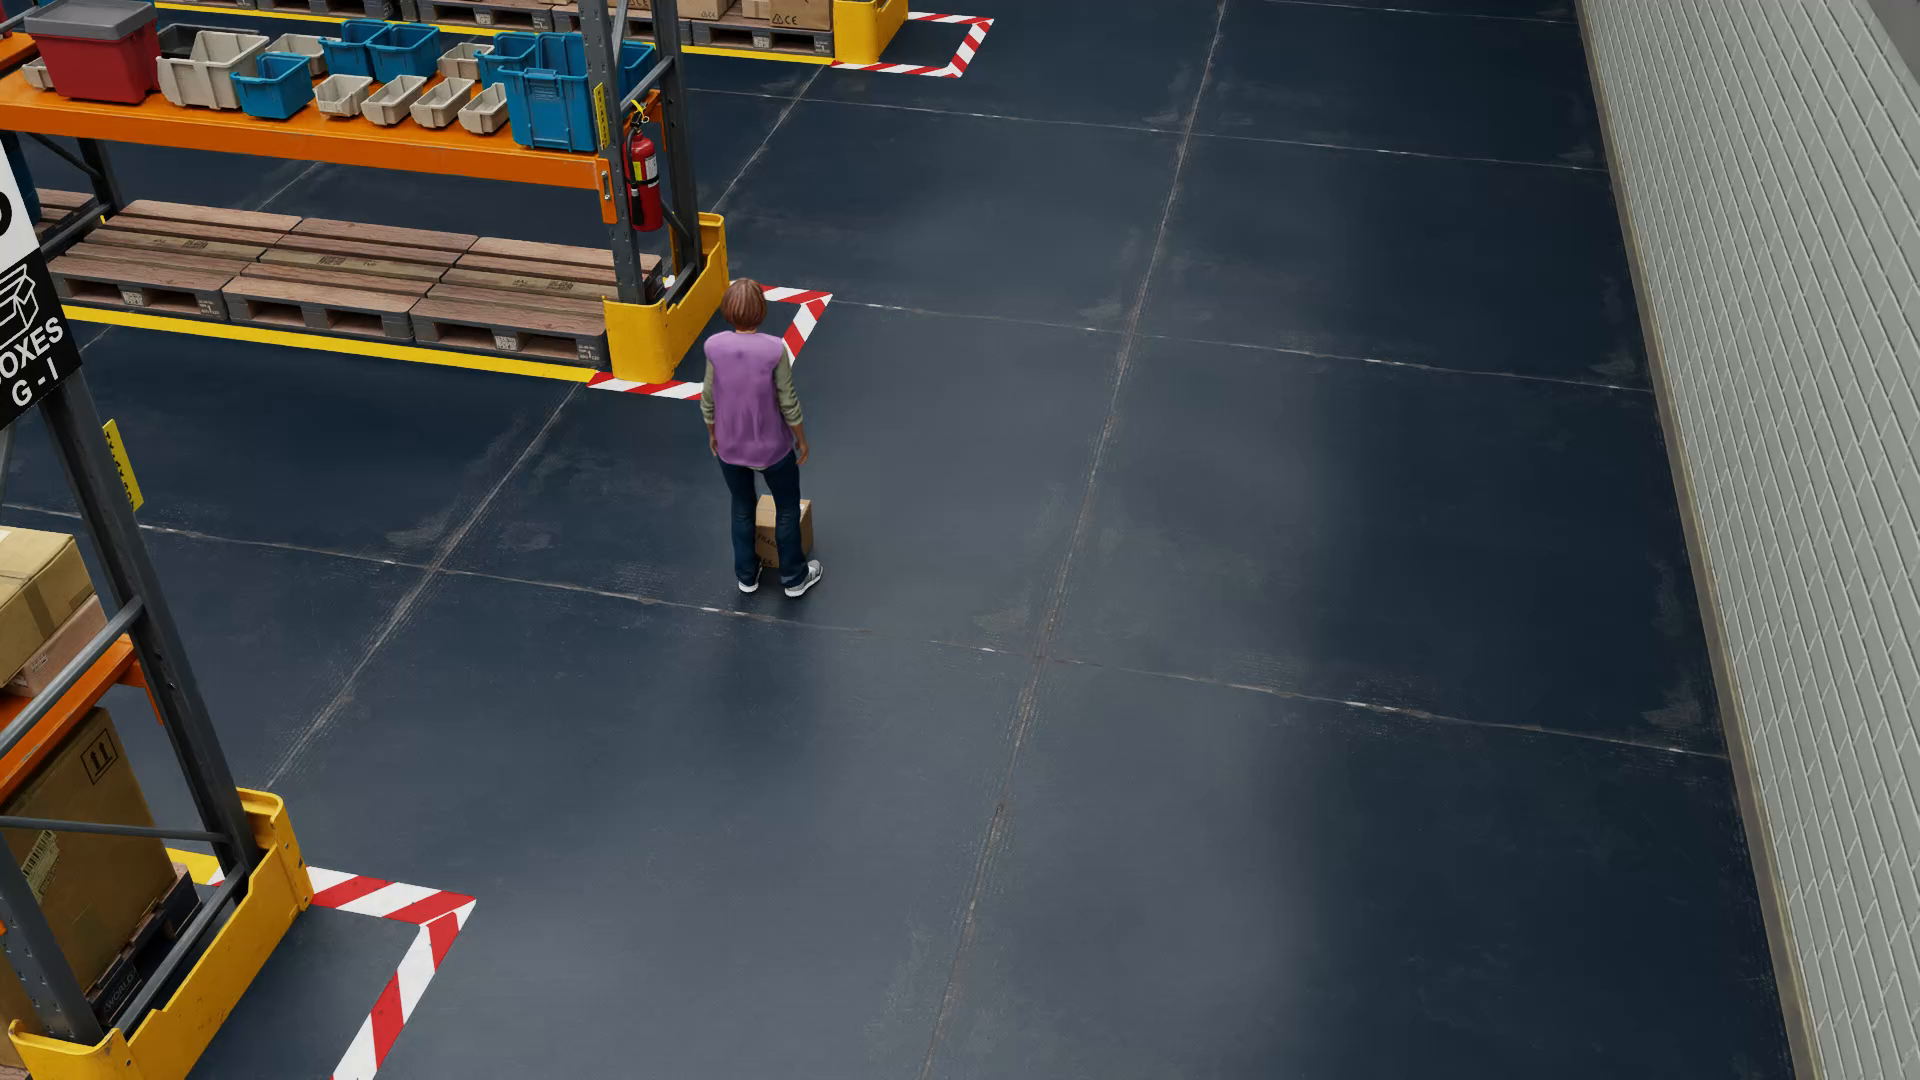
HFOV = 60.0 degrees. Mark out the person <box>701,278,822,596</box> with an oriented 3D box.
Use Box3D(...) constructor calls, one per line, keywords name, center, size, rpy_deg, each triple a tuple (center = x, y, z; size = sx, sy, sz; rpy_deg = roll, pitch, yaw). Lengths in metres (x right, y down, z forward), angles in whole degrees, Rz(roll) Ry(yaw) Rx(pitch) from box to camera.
Box3D(name="person", center=(-0.920, -0.410, 7.559), size=(0.473, 1.538, 0.350), rpy_deg=(7, 38, 9))
